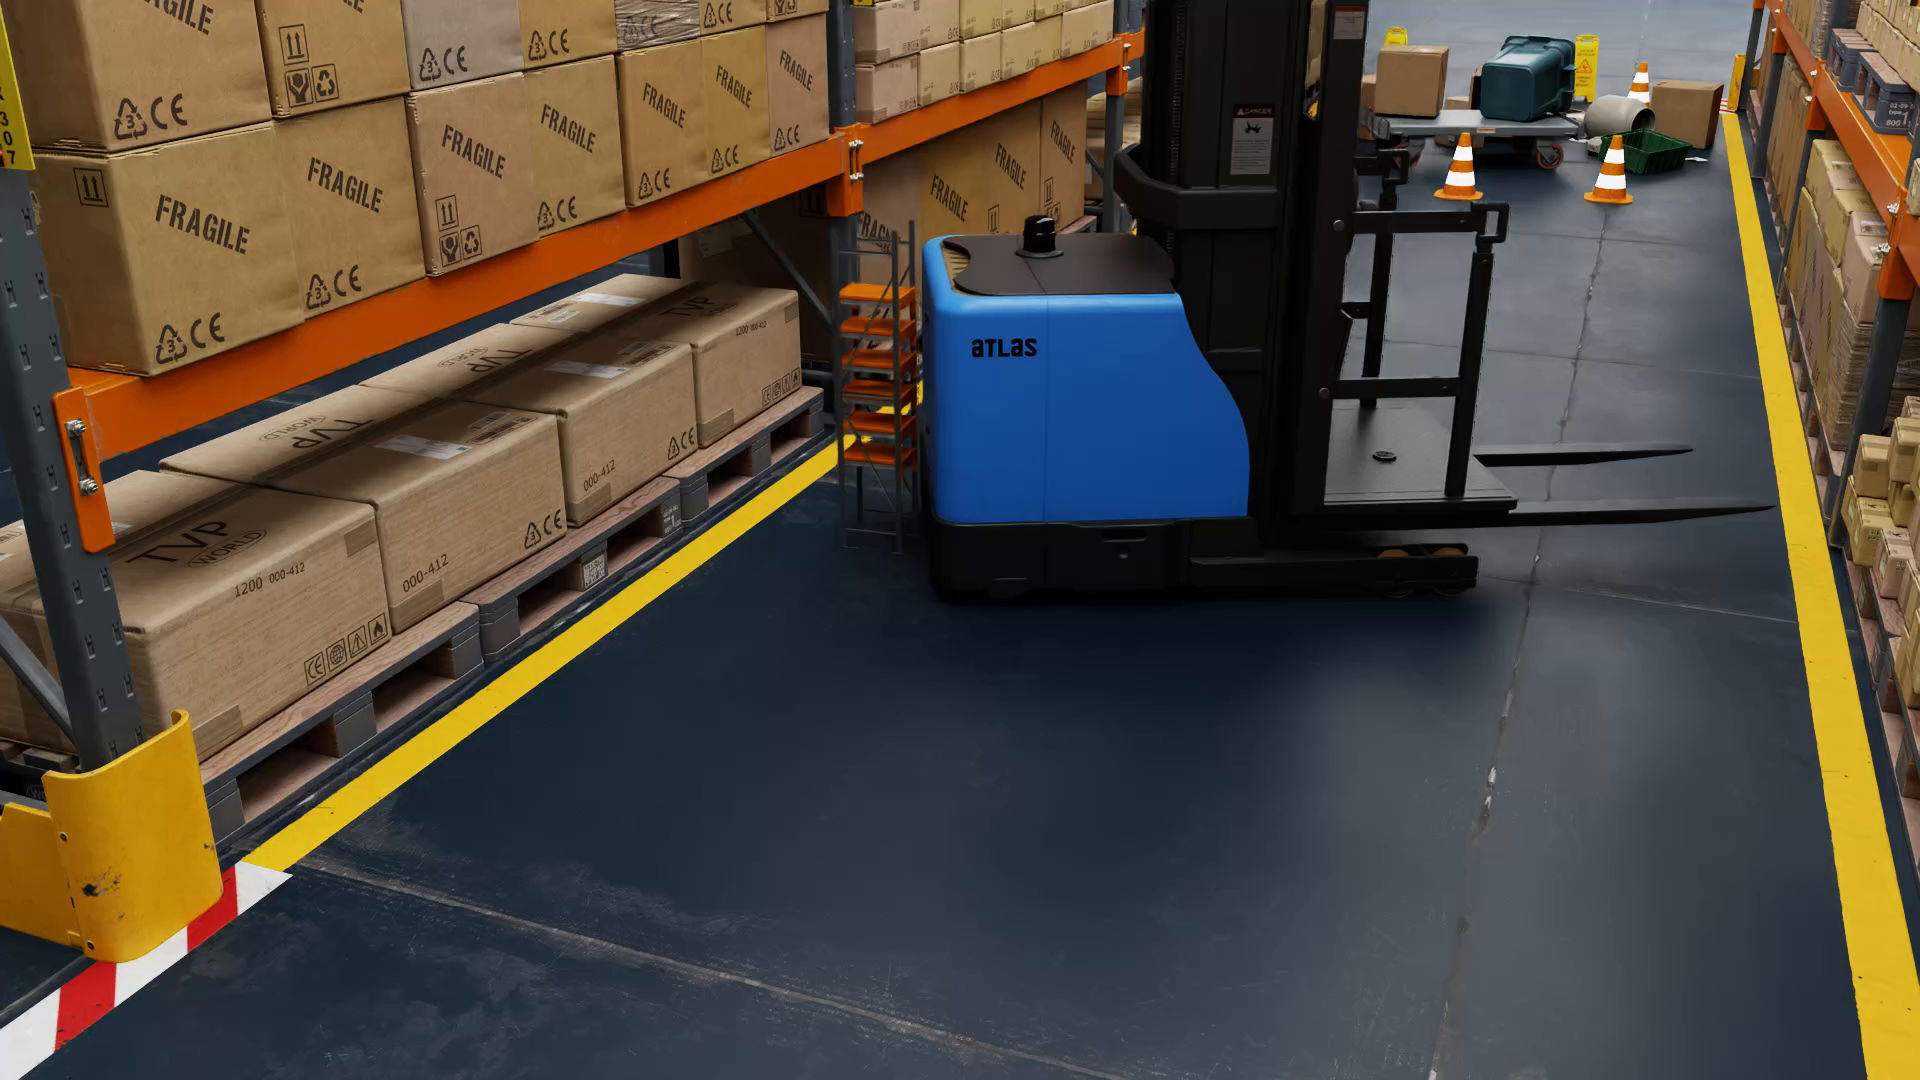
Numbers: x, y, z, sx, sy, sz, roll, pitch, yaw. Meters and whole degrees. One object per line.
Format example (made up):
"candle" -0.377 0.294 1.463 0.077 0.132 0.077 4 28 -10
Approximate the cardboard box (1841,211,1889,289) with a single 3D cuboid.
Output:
"cardboard box" 3.957 -1.171 6.887 0.500 0.250 0.500 10 25 23

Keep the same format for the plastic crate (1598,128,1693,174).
"plastic crate" 5.531 -3.142 13.453 0.662 0.188 0.450 -17 38 -35

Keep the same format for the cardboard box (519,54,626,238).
"cardboard box" -1.425 -1.264 5.255 0.500 0.500 0.500 10 25 22

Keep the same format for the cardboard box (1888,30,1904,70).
"cardboard box" 4.255 -2.110 7.192 0.380 0.149 0.250 8 24 18

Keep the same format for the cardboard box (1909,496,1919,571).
"cardboard box" 2.939 0.004 4.730 0.380 0.149 0.250 9 24 21

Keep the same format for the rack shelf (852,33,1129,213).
"rack shelf" -0.179 -2.356 8.933 1.077 0.370 4.000 9 24 20

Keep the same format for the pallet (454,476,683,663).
"pallet" -1.729 0.013 5.945 1.003 0.211 1.213 9 24 20

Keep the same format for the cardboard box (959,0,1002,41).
"cardboard box" -0.117 -2.618 8.173 0.500 0.250 0.500 9 24 21

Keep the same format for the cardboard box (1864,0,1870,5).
"cardboard box" 4.831 -2.802 8.462 0.380 0.149 0.250 10 25 22

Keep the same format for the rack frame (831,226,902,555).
"rack frame" -0.328 -0.511 5.918 0.240 1.200 0.006 7 24 16

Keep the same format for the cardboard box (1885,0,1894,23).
"cardboard box" 4.449 -2.430 7.570 0.380 0.149 0.250 9 24 20

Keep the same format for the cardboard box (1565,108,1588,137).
"cardboard box" 5.611 -3.780 14.955 0.396 0.266 0.258 13 26 29

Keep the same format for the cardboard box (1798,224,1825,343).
"cardboard box" 4.328 -1.190 7.906 0.500 0.500 0.500 8 24 19

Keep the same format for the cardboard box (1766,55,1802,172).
"cardboard box" 6.536 -3.083 12.114 1.050 0.750 0.750 9 24 20

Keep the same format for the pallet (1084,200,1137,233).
"pallet" 0.855 -2.397 11.714 1.003 0.211 1.213 9 24 20

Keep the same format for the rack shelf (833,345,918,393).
"rack shelf" -0.301 -0.615 5.969 0.258 0.103 0.180 7 24 16

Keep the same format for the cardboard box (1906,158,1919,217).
"cardboard box" 3.302 -1.130 5.388 0.380 0.149 0.250 10 25 22

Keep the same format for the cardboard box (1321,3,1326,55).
"cardboard box" 3.480 -5.214 16.890 0.500 0.500 0.500 9 24 20

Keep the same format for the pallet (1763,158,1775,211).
"pallet" 6.466 -2.589 12.175 1.003 0.211 1.213 9 24 20

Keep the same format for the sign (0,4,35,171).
"sign" -1.895 -0.896 3.276 0.100 0.325 0.005 9 24 20

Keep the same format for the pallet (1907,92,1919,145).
"pallet" 4.130 -1.464 6.112 1.003 0.211 1.213 9 24 20

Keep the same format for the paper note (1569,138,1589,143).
"paper note" 5.488 -3.537 14.689 0.172 0.023 0.155 19 29 38

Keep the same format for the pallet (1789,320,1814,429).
"pallet" 4.451 -0.730 7.724 1.003 0.211 1.213 9 24 20

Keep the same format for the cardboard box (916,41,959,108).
"cardboard box" -0.323 -2.208 7.840 0.500 0.250 0.500 8 24 19

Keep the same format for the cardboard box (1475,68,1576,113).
"cardboard box" 5.233 -4.124 15.470 0.797 0.503 0.637 -7 24 -17

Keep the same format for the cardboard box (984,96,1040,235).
"cardboard box" -0.105 -2.063 9.510 0.875 0.875 0.875 9 24 21

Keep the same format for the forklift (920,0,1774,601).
"forklift" 1.387 -1.354 5.688 3.031 2.935 1.130 -2 23 -4

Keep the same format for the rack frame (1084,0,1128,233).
"rack frame" 0.564 -3.404 10.507 1.000 3.000 0.127 9 24 20

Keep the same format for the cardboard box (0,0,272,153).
"cardboard box" -1.965 -1.180 3.755 0.500 0.500 0.500 8 24 19

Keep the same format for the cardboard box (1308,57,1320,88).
"cardboard box" 3.285 -4.680 16.584 0.500 0.250 0.500 9 24 20

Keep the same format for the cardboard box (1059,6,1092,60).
"cardboard box" 0.442 -2.931 9.571 0.500 0.250 0.500 9 24 21

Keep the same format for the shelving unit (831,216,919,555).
"shelving unit" -0.301 -0.545 5.998 0.258 1.200 0.189 7 24 16

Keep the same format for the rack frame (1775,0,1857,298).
"rack frame" 5.197 -2.731 8.897 1.000 3.000 0.127 9 24 20

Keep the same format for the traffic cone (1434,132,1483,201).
"traffic cone" 3.709 -2.774 12.290 0.336 0.463 0.334 9 24 20

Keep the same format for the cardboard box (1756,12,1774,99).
"cardboard box" 7.978 -4.555 15.476 0.875 0.875 0.875 9 24 20

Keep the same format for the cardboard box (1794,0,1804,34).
"cardboard box" 5.674 -3.518 10.652 0.500 0.500 0.500 9 24 21

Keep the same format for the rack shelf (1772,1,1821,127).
"rack shelf" 5.940 -3.115 10.749 1.077 0.370 4.000 9 24 20

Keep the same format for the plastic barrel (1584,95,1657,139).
"plastic barrel" 5.680 -3.600 14.318 0.421 0.421 0.512 -12 25 -26

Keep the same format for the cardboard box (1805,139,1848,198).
"cardboard box" 4.716 -1.906 8.646 0.500 0.250 0.500 8 24 18

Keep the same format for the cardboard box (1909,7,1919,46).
"cardboard box" 4.063 -2.060 6.685 0.380 0.149 0.250 7 24 17

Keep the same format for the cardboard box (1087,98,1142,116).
"cardboard box" 1.336 -3.122 12.696 0.950 0.372 0.625 10 25 22

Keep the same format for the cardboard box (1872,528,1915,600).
"cardboard box" 3.135 0.098 5.278 0.380 0.149 0.250 9 24 20

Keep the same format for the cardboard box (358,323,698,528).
"cardboard box" -1.587 -0.454 6.225 0.875 0.438 0.875 8 24 18

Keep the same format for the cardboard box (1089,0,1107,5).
"cardboard box" 0.620 -3.356 9.938 0.500 0.250 0.500 9 24 20

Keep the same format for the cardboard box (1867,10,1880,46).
"cardboard box" 4.644 -2.485 8.090 0.380 0.149 0.250 10 25 23

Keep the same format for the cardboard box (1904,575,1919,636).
"cardboard box" 2.832 0.237 4.560 0.380 0.149 0.250 9 24 20

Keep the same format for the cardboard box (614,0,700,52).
"cardboard box" -1.217 -1.908 5.498 0.500 0.500 0.500 9 24 21
